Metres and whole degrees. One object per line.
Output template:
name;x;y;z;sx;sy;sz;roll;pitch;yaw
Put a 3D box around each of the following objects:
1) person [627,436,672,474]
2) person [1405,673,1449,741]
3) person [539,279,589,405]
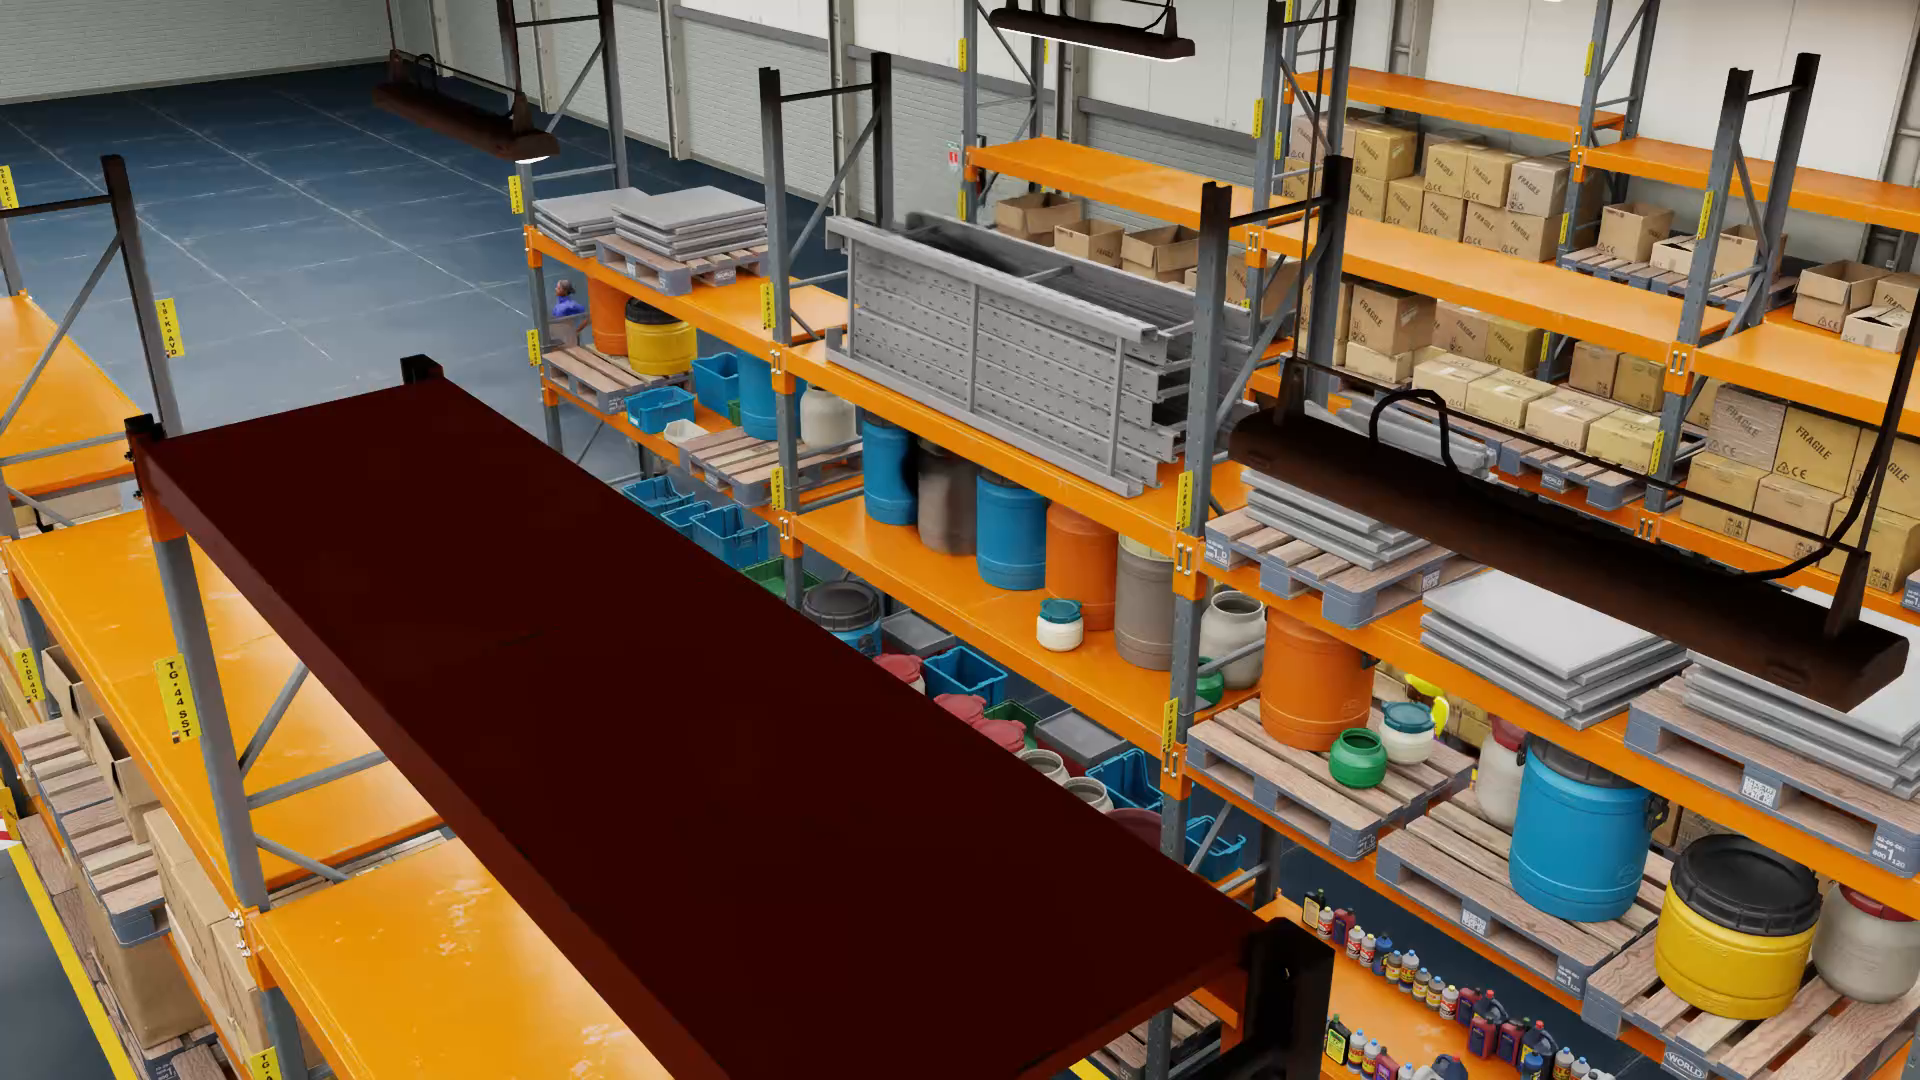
person;-3.669;-1.553;19.489;0.620;1.742;0.698;-3;26;-6
person;3.236;1.707;12.054;0.932;1.807;0.703;19;32;34
person;-5.111;-2.607;21.682;0.929;1.632;0.583;-11;28;-21
